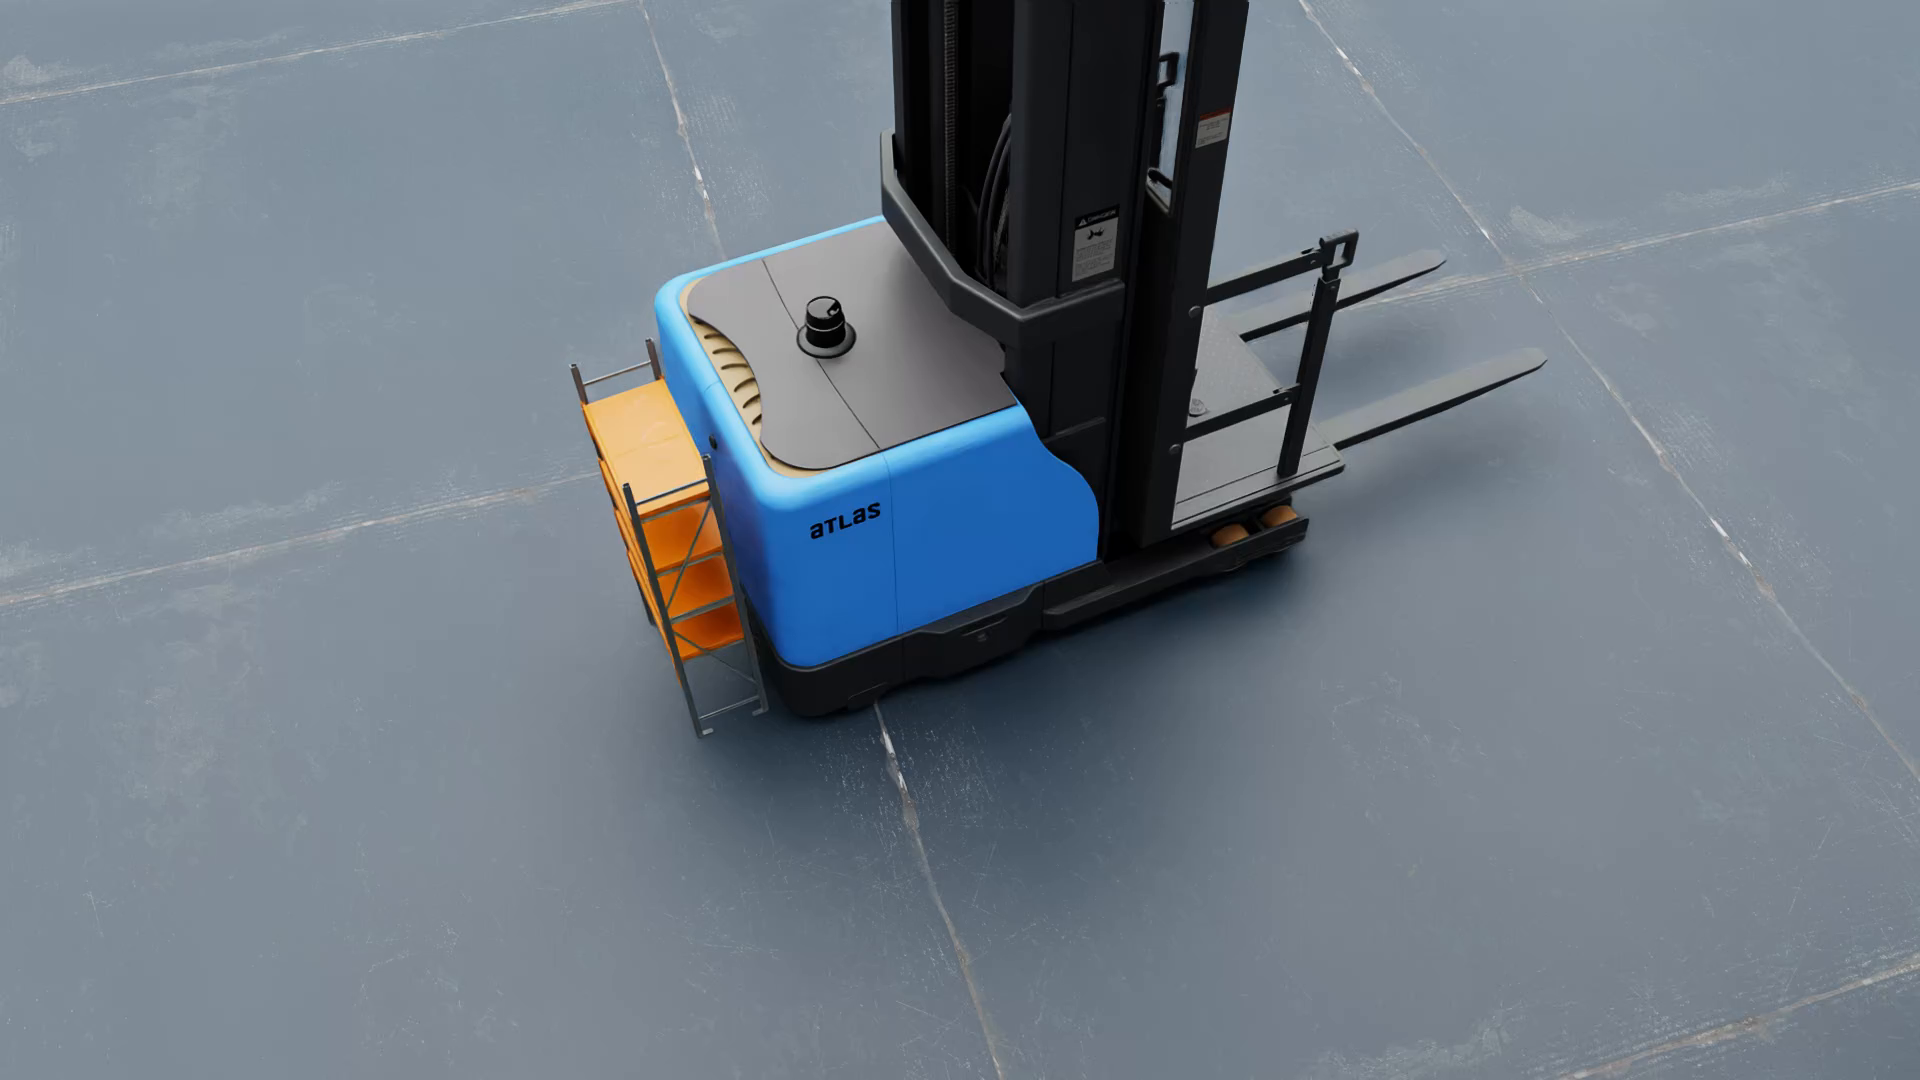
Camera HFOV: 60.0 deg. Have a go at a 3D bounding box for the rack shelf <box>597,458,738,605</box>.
[{"bbox_3d":[-0.848,-0.070,4.813,0.258,0.148,0.480,-21,53,-14],"label":"rack shelf"}]

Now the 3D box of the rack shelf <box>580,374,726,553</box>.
[{"bbox_3d":[-0.858,-0.219,4.629,0.258,0.148,0.480,-21,53,-14],"label":"rack shelf"}]

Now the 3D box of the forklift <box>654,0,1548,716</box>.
[{"bbox_3d":[0.620,-1.184,4.831,3.031,2.935,1.130,-20,53,-16],"label":"forklift"}]

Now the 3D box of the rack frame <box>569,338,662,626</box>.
[{"bbox_3d":[-0.943,-0.141,5.077,0.240,1.200,0.015,-21,53,-14],"label":"rack frame"}]

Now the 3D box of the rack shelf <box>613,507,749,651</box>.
[{"bbox_3d":[-0.839,0.071,4.986,0.258,0.148,0.480,-21,53,-14],"label":"rack shelf"}]

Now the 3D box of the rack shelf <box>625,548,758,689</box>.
[{"bbox_3d":[-0.832,0.196,5.140,0.258,0.148,0.480,-21,53,-14],"label":"rack shelf"}]

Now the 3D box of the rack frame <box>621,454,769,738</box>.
[{"bbox_3d":[-0.741,0.198,4.791,0.240,1.200,0.015,-21,53,-14],"label":"rack frame"}]

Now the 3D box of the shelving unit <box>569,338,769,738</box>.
[{"bbox_3d":[-0.842,0.029,4.934,0.258,1.200,0.503,-21,53,-14],"label":"shelving unit"}]
